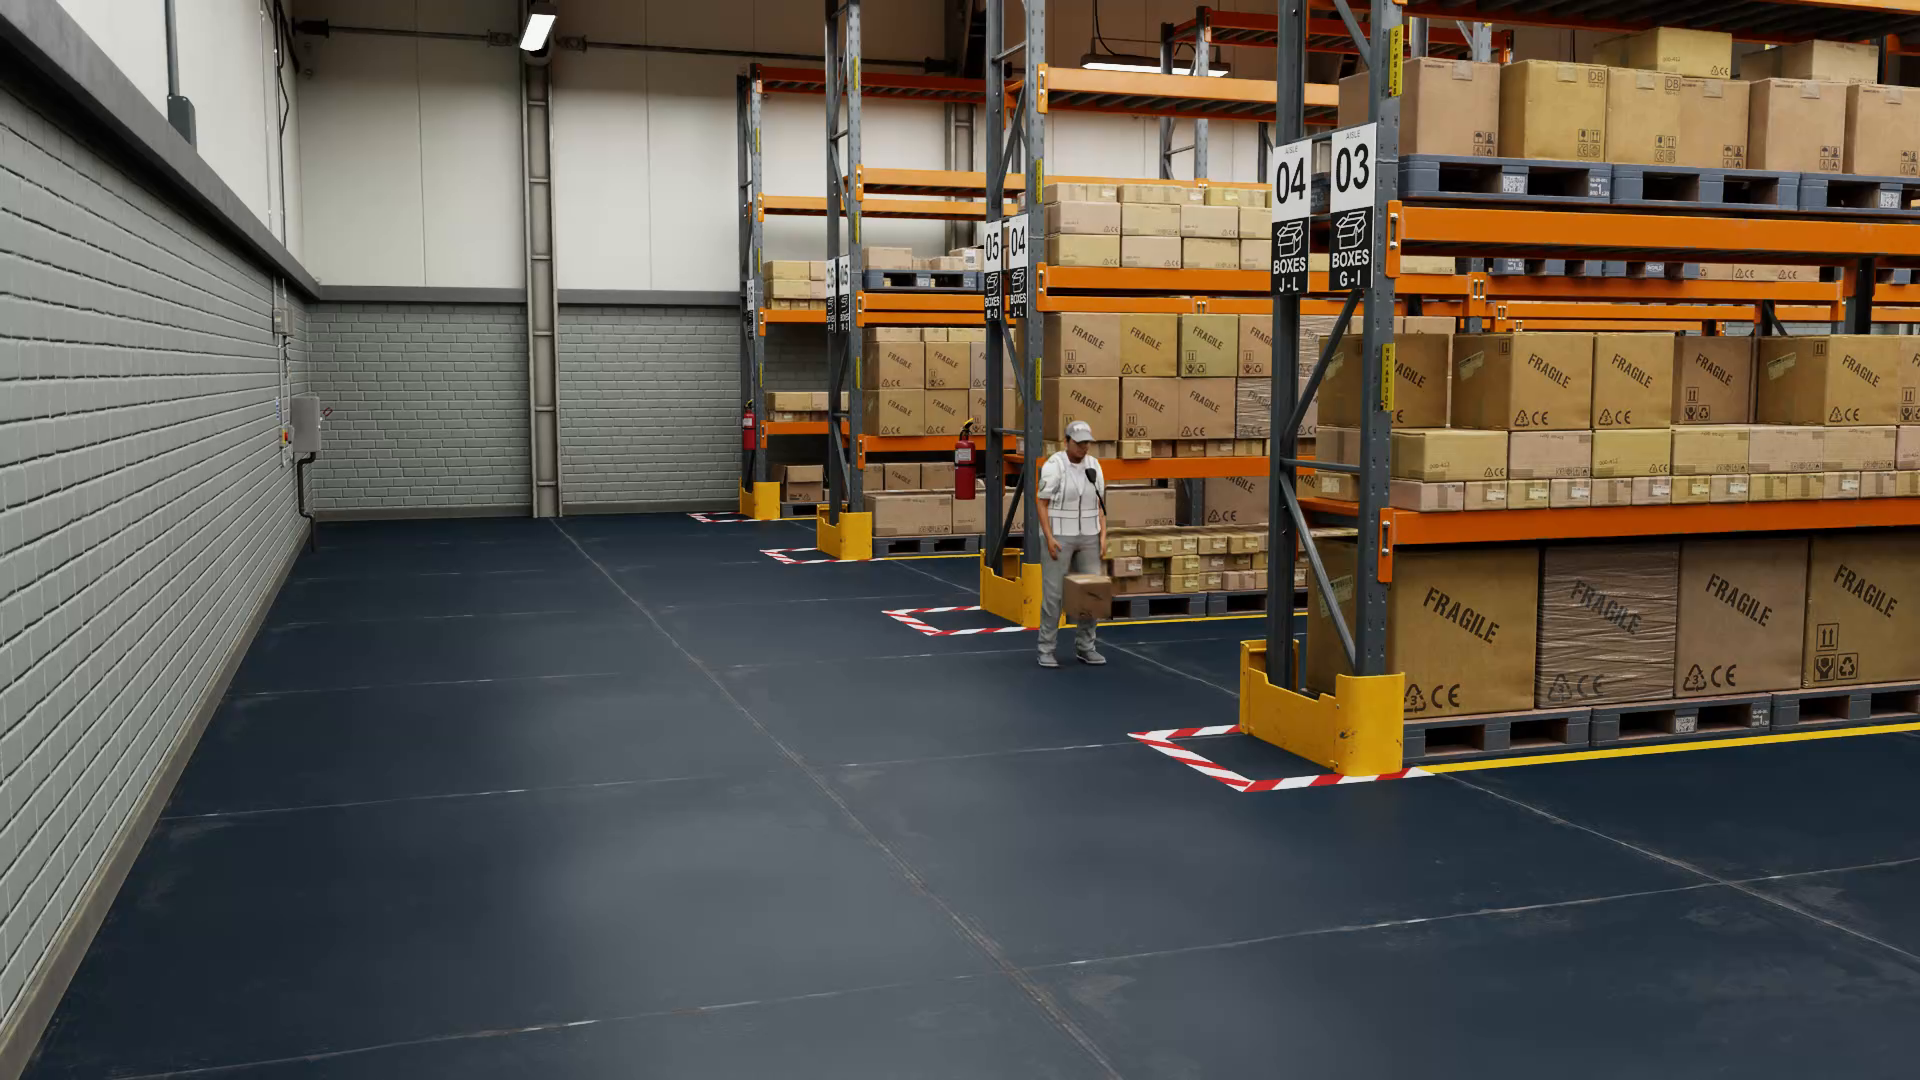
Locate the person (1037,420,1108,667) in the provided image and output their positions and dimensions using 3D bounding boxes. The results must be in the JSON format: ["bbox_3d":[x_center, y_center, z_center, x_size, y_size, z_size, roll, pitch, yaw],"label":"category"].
[{"bbox_3d":[0.762,0.016,11.368,0.526,1.670,0.439,-2,6,-20],"label":"person"}]
